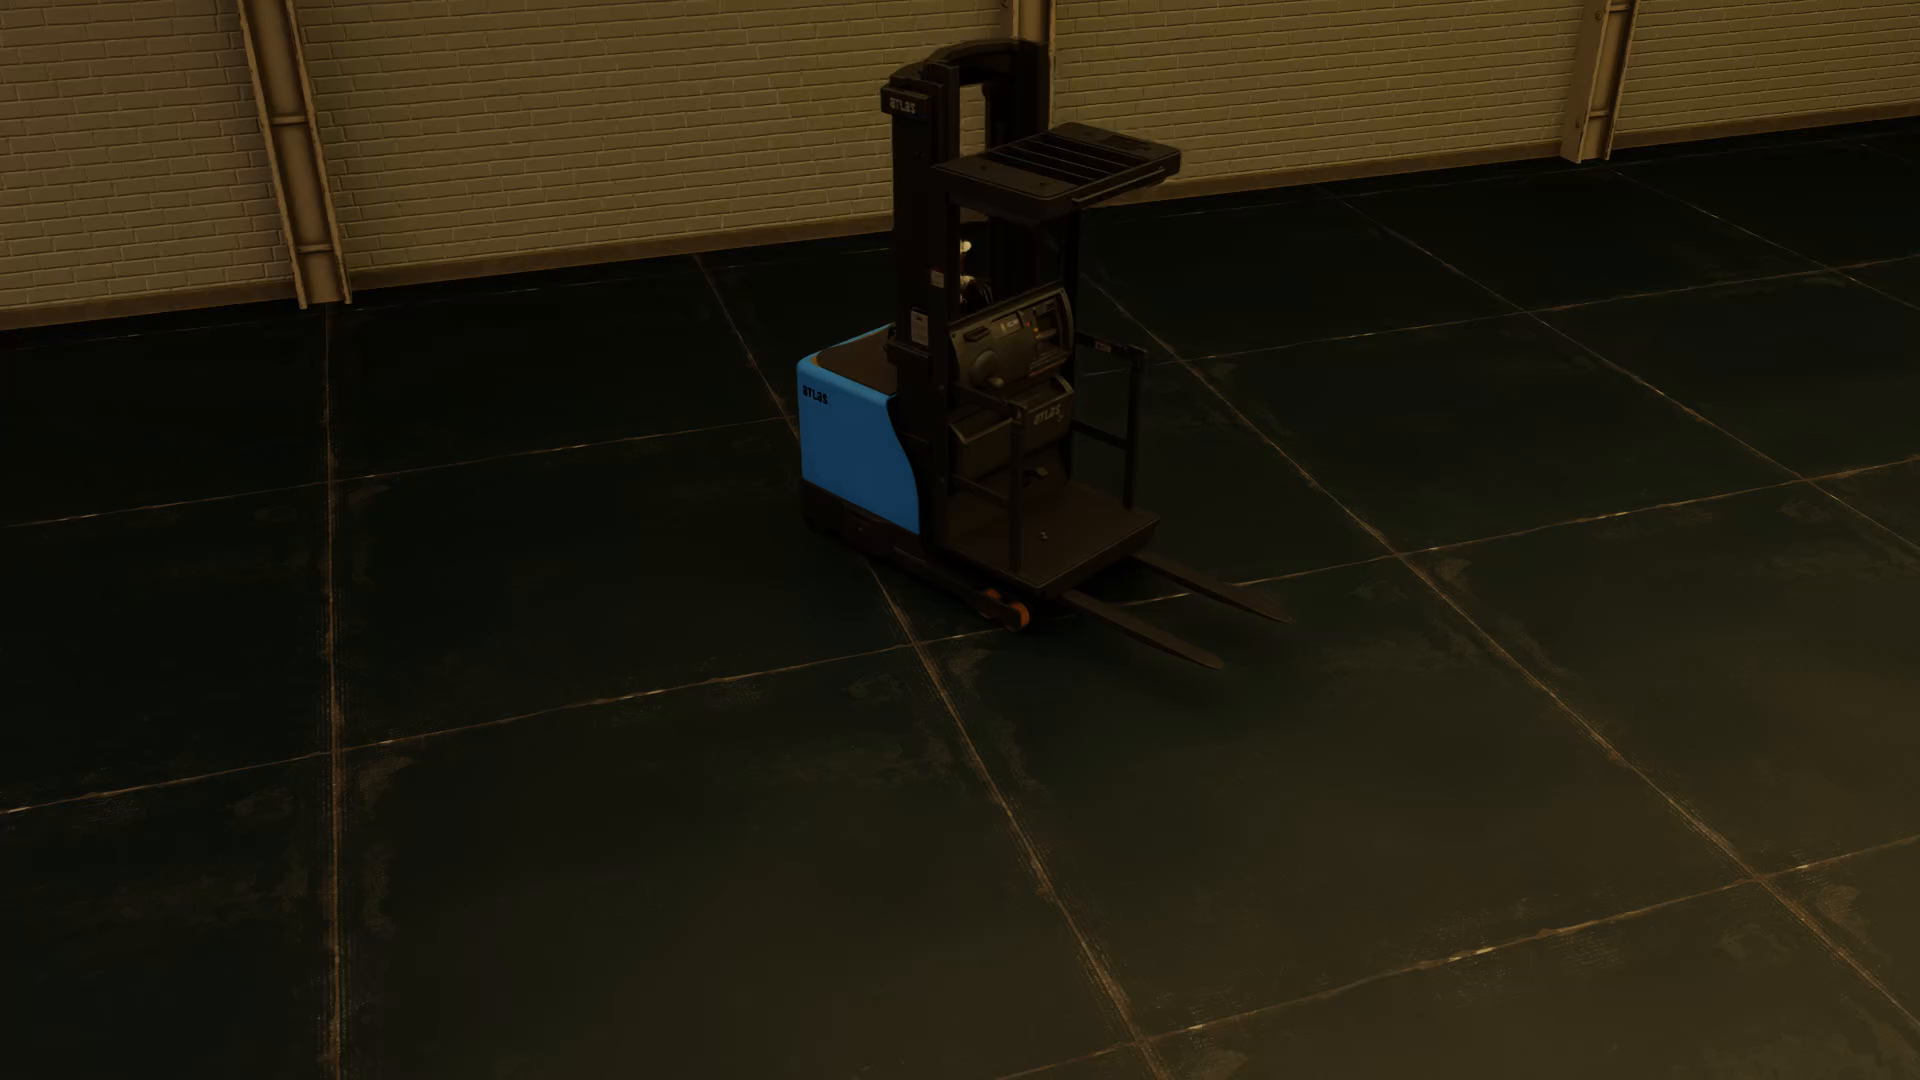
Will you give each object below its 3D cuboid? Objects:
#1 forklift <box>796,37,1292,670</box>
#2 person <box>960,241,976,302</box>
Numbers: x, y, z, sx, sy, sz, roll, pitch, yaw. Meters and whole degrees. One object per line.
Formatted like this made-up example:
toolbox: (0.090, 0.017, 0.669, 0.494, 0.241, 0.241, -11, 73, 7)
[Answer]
forklift: (0.443, -1.061, 8.931, 3.031, 2.935, 1.130, 25, 38, 37)
person: (0.161, -1.231, 10.630, 0.880, 1.547, 1.044, -9, 31, -16)
